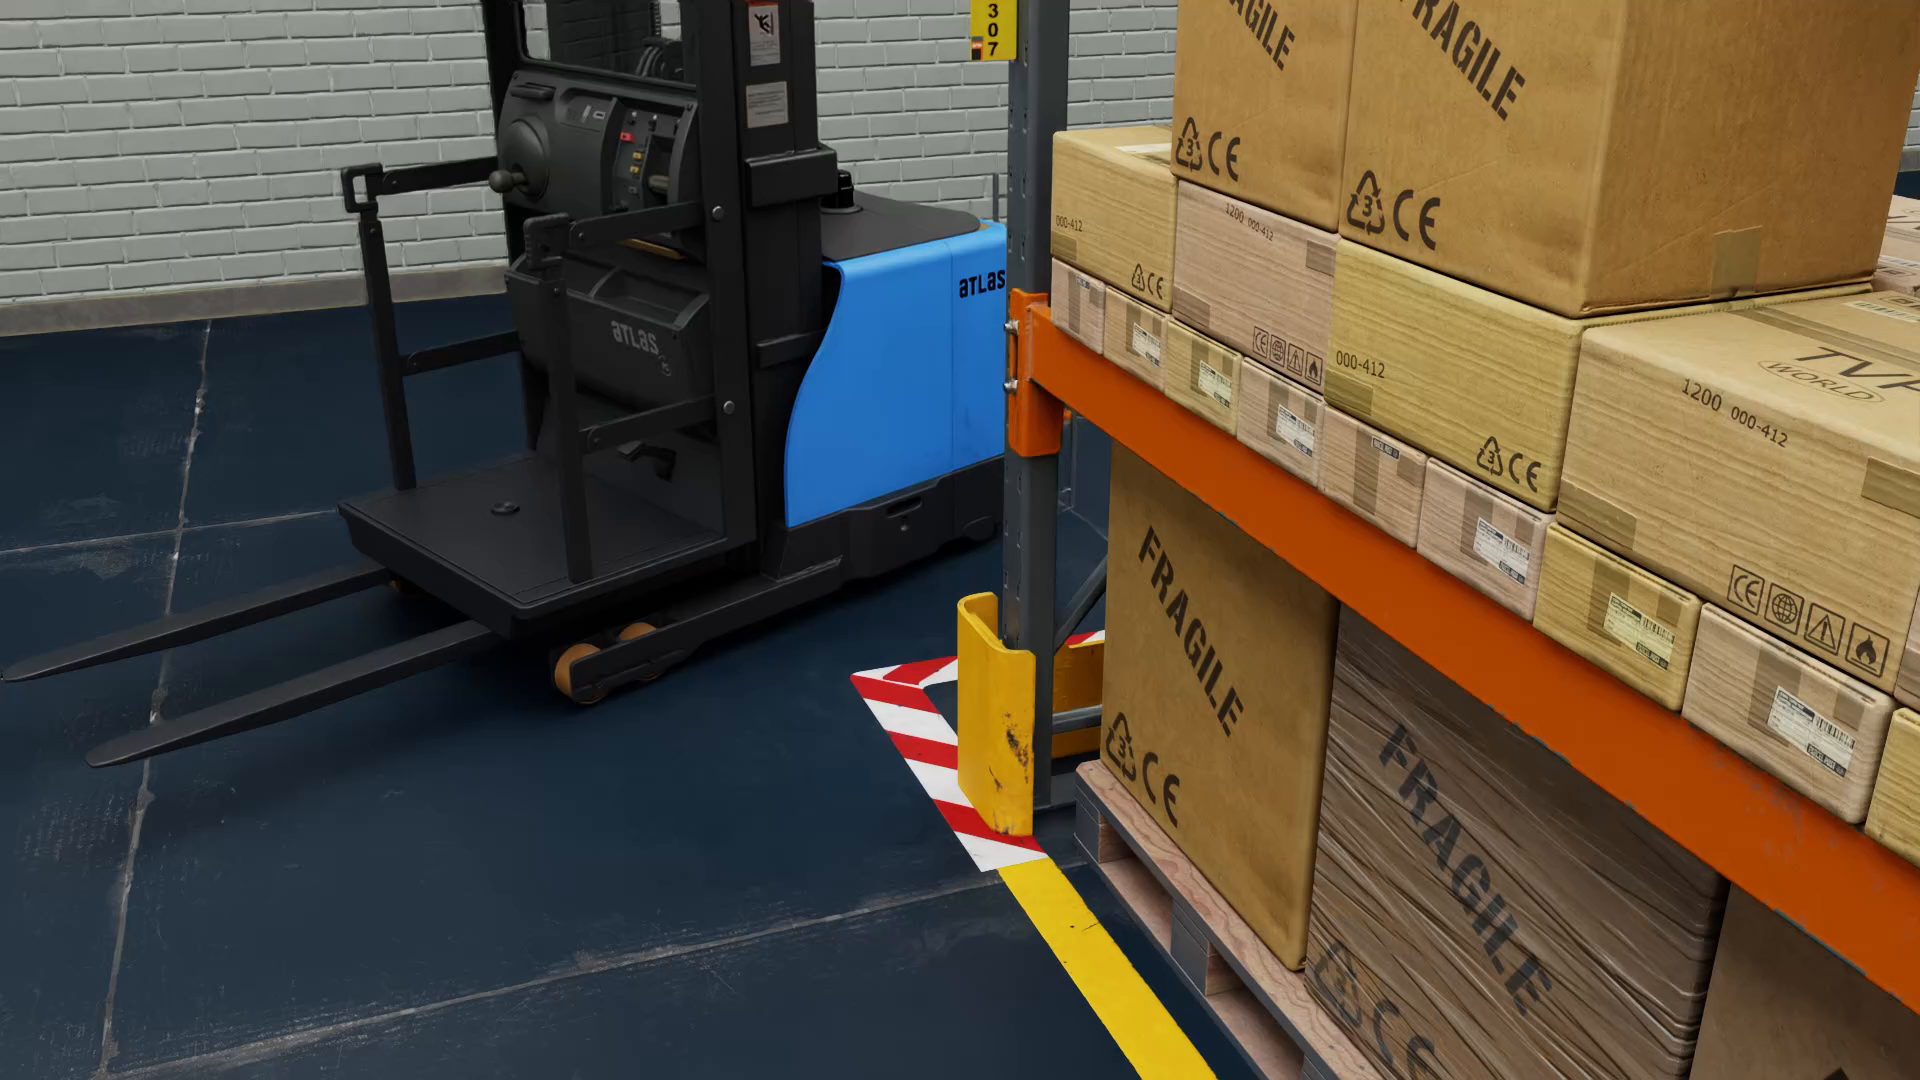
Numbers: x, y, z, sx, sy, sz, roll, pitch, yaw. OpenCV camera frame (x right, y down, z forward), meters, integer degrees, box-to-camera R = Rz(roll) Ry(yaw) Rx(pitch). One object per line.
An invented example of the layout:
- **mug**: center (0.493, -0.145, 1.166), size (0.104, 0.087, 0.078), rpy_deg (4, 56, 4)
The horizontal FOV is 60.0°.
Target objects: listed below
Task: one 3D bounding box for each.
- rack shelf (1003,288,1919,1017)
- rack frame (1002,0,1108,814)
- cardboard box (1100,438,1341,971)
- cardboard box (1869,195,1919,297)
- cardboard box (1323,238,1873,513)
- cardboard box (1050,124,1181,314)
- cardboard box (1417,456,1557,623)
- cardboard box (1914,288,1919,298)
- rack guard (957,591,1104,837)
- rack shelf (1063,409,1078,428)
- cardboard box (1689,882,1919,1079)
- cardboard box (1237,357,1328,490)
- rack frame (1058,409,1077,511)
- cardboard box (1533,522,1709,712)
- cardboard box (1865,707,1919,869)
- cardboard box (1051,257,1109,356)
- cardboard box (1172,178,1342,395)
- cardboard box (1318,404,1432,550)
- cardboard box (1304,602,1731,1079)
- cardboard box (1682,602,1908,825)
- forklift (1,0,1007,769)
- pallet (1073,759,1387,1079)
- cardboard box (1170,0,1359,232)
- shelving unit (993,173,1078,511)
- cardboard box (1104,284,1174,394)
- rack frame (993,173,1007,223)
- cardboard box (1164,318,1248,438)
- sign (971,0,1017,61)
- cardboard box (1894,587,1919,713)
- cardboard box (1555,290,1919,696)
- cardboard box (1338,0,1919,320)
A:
- **rack shelf**: center (1.297, 0.272, 2.169), size (1.077, 0.370, 4.000), rpy_deg (-8, 24, -19)
- **rack frame**: center (0.591, -0.786, 3.754), size (1.000, 3.000, 0.127), rpy_deg (-8, 24, -19)
- **cardboard box**: center (0.892, 0.221, 3.559), size (0.875, 0.875, 0.875), rpy_deg (-8, 24, -19)
- **cardboard box**: center (1.369, -0.345, 2.518), size (0.500, 0.250, 0.500), rpy_deg (-9, 25, -21)
- **cardboard box**: center (0.872, -0.272, 2.343), size (0.500, 0.250, 0.500), rpy_deg (-9, 25, -21)
- **cardboard box**: center (0.508, -0.643, 3.224), size (0.500, 0.250, 0.500), rpy_deg (-9, 24, -20)
- **cardboard box**: center (0.864, -0.030, 2.282), size (0.380, 0.149, 0.250), rpy_deg (-9, 24, -20)
- **cardboard box**: center (1.557, -0.157, 2.070), size (0.500, 0.250, 0.500), rpy_deg (-8, 24, -19)
- **rack guard**: center (0.582, 0.357, 4.260), size (1.175, 0.500, 0.348), rpy_deg (-8, 24, -19)
- **rack shelf**: center (0.263, -0.408, 5.905), size (0.258, 0.103, 0.180), rpy_deg (-16, 27, -32)
- **cardboard box**: center (1.528, 0.875, 2.008), size (0.875, 0.875, 0.875), rpy_deg (-8, 24, -19)
- **cardboard box**: center (0.683, -0.216, 2.723), size (0.380, 0.149, 0.250), rpy_deg (-9, 24, -20)
- **rack frame**: center (0.316, -0.641, 5.726), size (0.240, 1.200, 0.006), rpy_deg (-16, 27, -32)
- **cardboard box**: center (0.952, 0.062, 2.064), size (0.380, 0.149, 0.250), rpy_deg (-9, 24, -20)
- **cardboard box**: center (1.135, 0.250, 1.618), size (0.380, 0.149, 0.250), rpy_deg (-9, 24, -20)
- **cardboard box**: center (0.407, -0.496, 3.389), size (0.380, 0.149, 0.250), rpy_deg (-8, 24, -18)
- **cardboard box**: center (0.698, -0.455, 2.778), size (0.500, 0.250, 0.500), rpy_deg (-9, 24, -20)
- **cardboard box**: center (0.772, -0.123, 2.504), size (0.380, 0.149, 0.250), rpy_deg (-9, 24, -20)
- **cardboard box**: center (1.213, 0.551, 2.775), size (0.875, 0.875, 0.875), rpy_deg (-8, 24, -19)
- **cardboard box**: center (1.046, 0.157, 1.838), size (0.380, 0.149, 0.250), rpy_deg (-8, 24, -18)
- **forklift**: center (-1.199, -1.117, 4.627), size (3.031, 2.935, 1.130), rpy_deg (-21, 31, -40)
- **pallet**: center (0.946, 0.778, 3.632), size (1.003, 0.211, 1.213), rpy_deg (-8, 24, -19)
- **cardboard box**: center (0.684, -0.807, 2.647), size (0.500, 0.500, 0.500), rpy_deg (-9, 24, -20)
- **shelving unit**: center (0.263, -0.670, 5.795), size (0.258, 1.200, 0.189), rpy_deg (-16, 27, -32)
- **cardboard box**: center (0.499, -0.403, 3.169), size (0.380, 0.149, 0.250), rpy_deg (-9, 24, -20)
- **rack frame**: center (0.209, -0.699, 5.863), size (0.240, 1.200, 0.006), rpy_deg (-16, 27, -32)
- **cardboard box**: center (0.590, -0.310, 2.948), size (0.380, 0.149, 0.250), rpy_deg (-9, 24, -20)
- **sign**: center (0.069, -1.148, 3.395), size (0.100, 0.325, 0.005), rpy_deg (-8, 24, -19)
- **cardboard box**: center (1.237, 0.101, 1.457), size (0.500, 0.250, 0.500), rpy_deg (-8, 24, -18)
- **cardboard box**: center (1.061, -0.083, 1.895), size (0.500, 0.250, 0.500), rpy_deg (-9, 24, -20)
- **cardboard box**: center (0.873, -0.619, 2.202), size (0.500, 0.500, 0.500), rpy_deg (-9, 24, -20)
